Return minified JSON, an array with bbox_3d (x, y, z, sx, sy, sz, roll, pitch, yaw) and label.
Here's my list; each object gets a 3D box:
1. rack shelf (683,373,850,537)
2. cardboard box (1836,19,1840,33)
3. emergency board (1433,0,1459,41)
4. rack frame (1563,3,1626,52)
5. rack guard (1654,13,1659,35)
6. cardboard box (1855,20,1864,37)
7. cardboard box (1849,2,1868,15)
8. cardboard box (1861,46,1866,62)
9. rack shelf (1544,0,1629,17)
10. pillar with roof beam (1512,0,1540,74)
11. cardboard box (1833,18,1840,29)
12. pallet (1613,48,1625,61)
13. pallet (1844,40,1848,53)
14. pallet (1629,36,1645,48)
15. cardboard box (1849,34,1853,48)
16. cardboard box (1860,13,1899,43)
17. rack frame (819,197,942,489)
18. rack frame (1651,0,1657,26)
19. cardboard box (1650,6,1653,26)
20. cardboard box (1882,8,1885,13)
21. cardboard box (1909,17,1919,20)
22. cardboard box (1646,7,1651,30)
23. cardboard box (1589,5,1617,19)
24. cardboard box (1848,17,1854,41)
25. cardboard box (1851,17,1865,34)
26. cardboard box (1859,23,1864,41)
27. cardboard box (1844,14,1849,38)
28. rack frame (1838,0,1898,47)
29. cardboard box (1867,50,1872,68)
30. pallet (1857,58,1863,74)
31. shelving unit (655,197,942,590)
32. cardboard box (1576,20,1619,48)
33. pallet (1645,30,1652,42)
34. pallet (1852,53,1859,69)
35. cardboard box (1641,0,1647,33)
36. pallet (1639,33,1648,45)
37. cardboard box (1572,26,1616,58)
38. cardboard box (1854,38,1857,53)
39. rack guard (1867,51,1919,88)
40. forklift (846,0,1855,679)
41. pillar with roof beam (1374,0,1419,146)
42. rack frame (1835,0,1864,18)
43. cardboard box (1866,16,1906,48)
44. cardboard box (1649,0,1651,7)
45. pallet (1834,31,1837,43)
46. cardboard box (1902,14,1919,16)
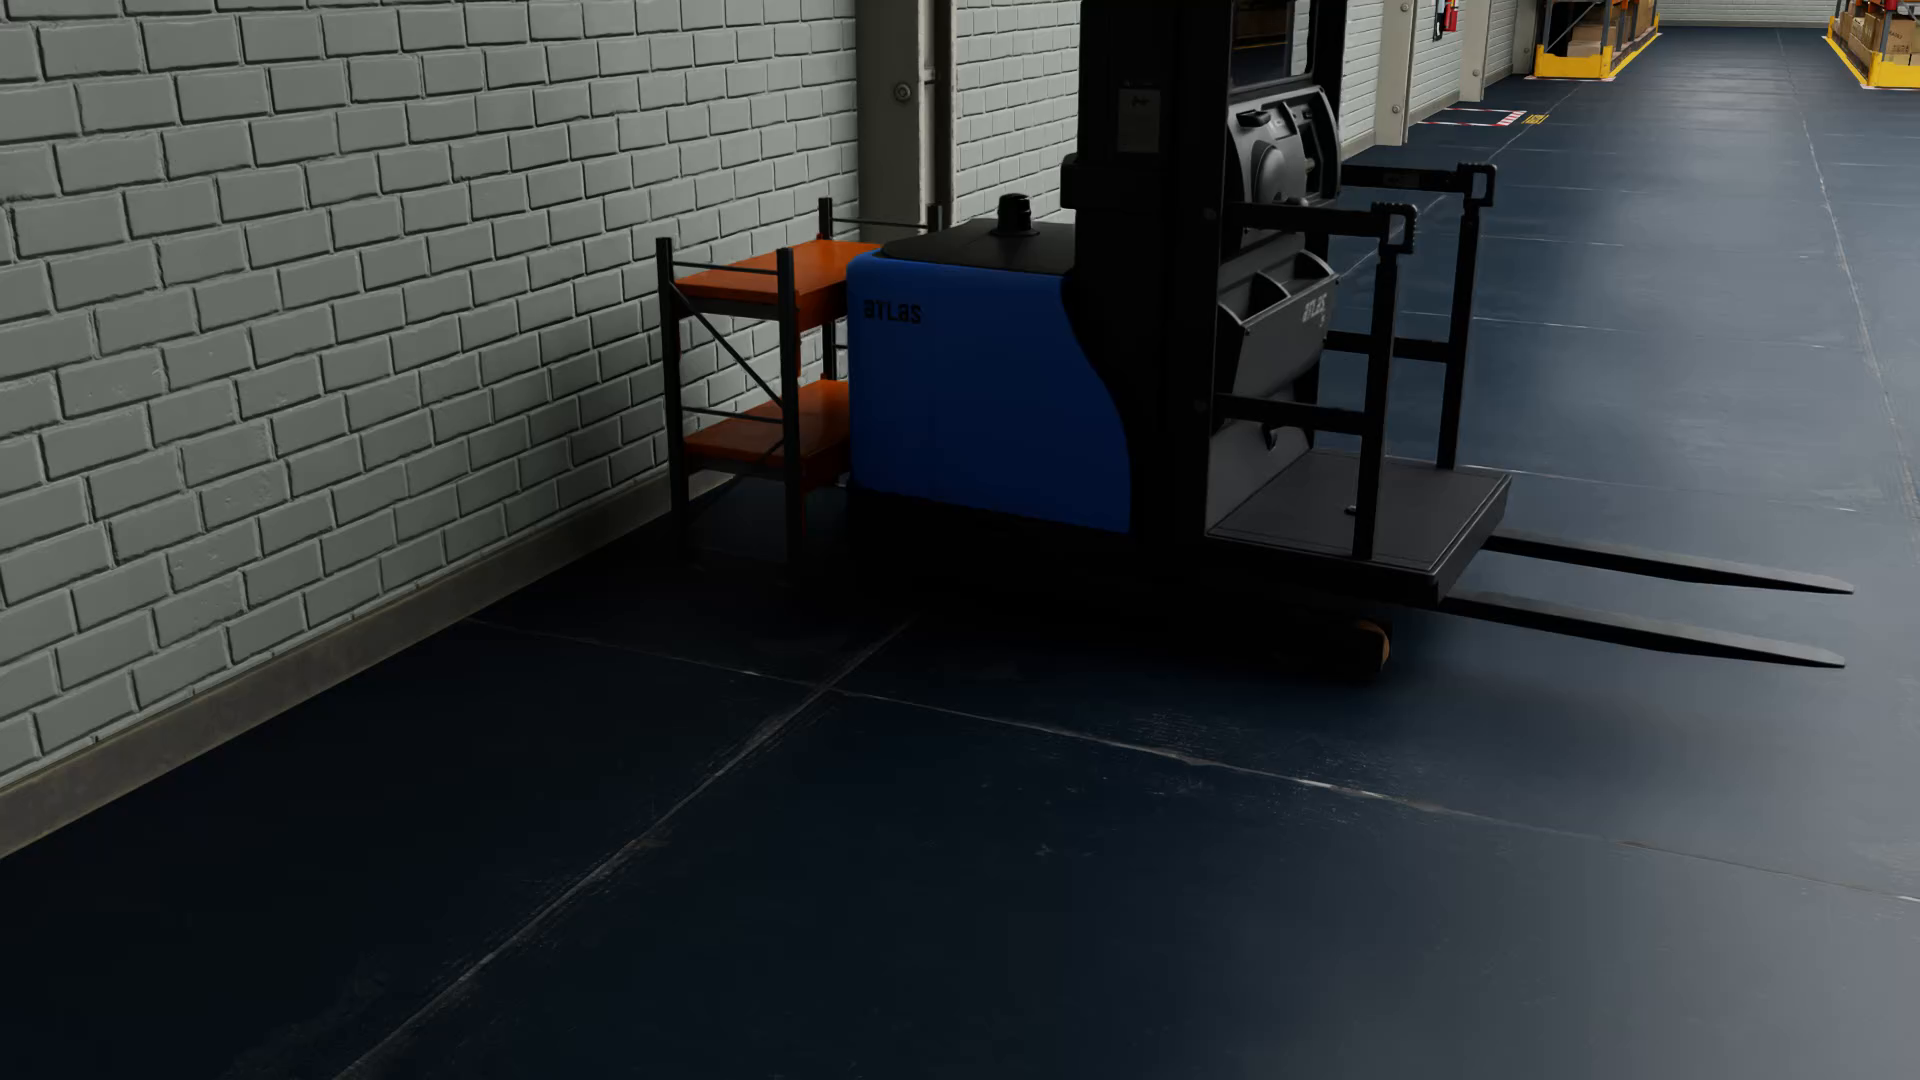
[{"bbox_3d":[-0.522,-0.328,5.942,0.538,0.278,1.000,9,22,25],"label":"rack shelf"},{"bbox_3d":[19.813,-11.445,37.030,0.500,0.311,0.500,9,21,23],"label":"cardboard box"},{"bbox_3d":[6.090,-6.821,20.671,0.194,1.169,0.643,9,21,23],"label":"emergency board"},{"bbox_3d":[11.734,-10.295,30.441,1.000,3.000,0.127,9,21,23],"label":"rack frame"},{"bbox_3d":[16.658,-12.793,41.195,1.175,0.500,0.348,9,21,23],"label":"rack guard"},{"bbox_3d":[16.782,-9.412,30.596,0.500,0.311,0.500,8,21,22],"label":"cardboard box"},{"bbox_3d":[18.496,-10.871,34.016,0.500,0.250,0.500,8,21,22],"label":"cardboard box"},{"bbox_3d":[15.370,-8.114,27.786,0.500,0.250,0.500,9,21,23],"label":"cardboard box"},{"bbox_3d":[10.915,-9.345,28.842,1.077,0.370,4.000,9,21,23],"label":"rack shelf"},{"bbox_3d":[13.521,-11.641,25.272,9.100,9.000,0.400,9,21,23],"label":"pillar with roof beam"},{"bbox_3d":[20.483,-11.917,38.447,0.500,0.250,0.500,9,21,23],"label":"cardboard box"},{"bbox_3d":[12.052,-9.220,31.578,1.003,0.211,1.213,9,21,23],"label":"pallet"},{"bbox_3d":[18.734,-10.120,34.110,1.003,0.211,1.213,9,21,23],"label":"pallet"},{"bbox_3d":[14.265,-10.806,36.040,1.003,0.211,1.213,9,21,23],"label":"pallet"},{"bbox_3d":[17.206,-9.468,31.592,0.500,0.250,0.500,8,21,21],"label":"cardboard box"},{"bbox_3d":[15.780,-8.773,28.520,0.500,0.500,0.500,9,21,23],"label":"cardboard box"},{"bbox_3d":[-0.296,-0.711,6.290,0.500,1.125,0.032,9,22,25],"label":"rack frame"},{"bbox_3d":[16.648,-13.963,40.756,1.000,3.000,0.127,9,21,23],"label":"rack frame"},{"bbox_3d":[16.453,-12.756,40.464,0.700,0.500,0.500,9,21,23],"label":"cardboard box"},{"bbox_3d":[21.171,-12.114,38.630,0.500,0.500,0.500,9,21,23],"label":"cardboard box"},{"bbox_3d":[15.436,-8.091,26.600,0.500,0.500,0.500,9,21,23],"label":"cardboard box"},{"bbox_3d":[15.831,-12.285,39.140,0.700,0.500,0.500,9,22,24],"label":"cardboard box"},{"bbox_3d":[12.407,-10.200,32.128,0.500,0.250,0.500,8,21,21],"label":"cardboard box"},{"bbox_3d":[18.062,-10.187,33.211,0.500,0.500,0.500,9,22,25],"label":"cardboard box"},{"bbox_3d":[17.411,-9.886,31.931,0.500,0.311,0.500,9,22,25],"label":"cardboard box"},{"bbox_3d":[16.159,-8.946,29.288,0.500,0.311,0.500,9,21,23],"label":"cardboard box"},{"bbox_3d":[18.691,-10.661,34.543,0.500,0.500,0.500,9,21,23],"label":"cardboard box"},{"bbox_3d":[19.531,-12.062,35.409,1.000,3.000,0.127,9,21,23],"label":"rack frame"},{"bbox_3d":[14.761,-7.655,26.494,0.500,0.250,0.500,9,21,23],"label":"cardboard box"},{"bbox_3d":[15.891,-8.065,28.333,1.003,0.211,1.213,9,21,23],"label":"pallet"},{"bbox_3d":[-0.522,-0.558,5.860,0.538,1.125,1.048,9,22,25],"label":"shelving unit"},{"bbox_3d":[12.021,-9.552,31.425,0.700,0.500,0.500,9,22,25],"label":"cardboard box"},{"bbox_3d":[15.393,-11.649,38.408,1.003,0.211,1.213,9,21,23],"label":"pallet"},{"bbox_3d":[16.521,-8.533,29.648,1.003,0.211,1.213,9,21,23],"label":"pallet"},{"bbox_3d":[14.501,-11.437,36.233,0.750,0.750,0.750,9,22,24],"label":"cardboard box"},{"bbox_3d":[14.763,-11.181,37.092,1.003,0.211,1.213,9,21,23],"label":"pallet"},{"bbox_3d":[11.041,-8.693,29.009,0.700,0.500,0.500,7,21,19],"label":"cardboard box"},{"bbox_3d":[16.578,-8.996,30.265,0.500,0.250,0.500,9,21,24],"label":"cardboard box"},{"bbox_3d":[14.607,-7.209,25.493,1.175,0.500,0.348,9,21,23],"label":"rack guard"},{"bbox_3d":[1.159,-1.181,4.914,3.031,2.935,1.130,10,22,27],"label":"forklift"},{"bbox_3d":[8.607,-7.973,14.957,9.100,9.000,0.400,9,21,23],"label":"pillar with roof beam"},{"bbox_3d":[21.169,-13.285,38.848,1.000,3.000,0.127,9,21,23],"label":"rack frame"},{"bbox_3d":[15.167,-8.315,27.229,0.500,0.500,0.500,9,21,23],"label":"cardboard box"},{"bbox_3d":[15.930,-12.520,38.833,0.380,0.149,0.250,8,21,21],"label":"cardboard box"},{"bbox_3d":[20.311,-11.332,37.519,1.003,0.211,1.213,9,21,23],"label":"pallet"},{"bbox_3d":[16.049,-8.549,27.889,0.500,0.500,0.500,9,21,23],"label":"cardboard box"}]
